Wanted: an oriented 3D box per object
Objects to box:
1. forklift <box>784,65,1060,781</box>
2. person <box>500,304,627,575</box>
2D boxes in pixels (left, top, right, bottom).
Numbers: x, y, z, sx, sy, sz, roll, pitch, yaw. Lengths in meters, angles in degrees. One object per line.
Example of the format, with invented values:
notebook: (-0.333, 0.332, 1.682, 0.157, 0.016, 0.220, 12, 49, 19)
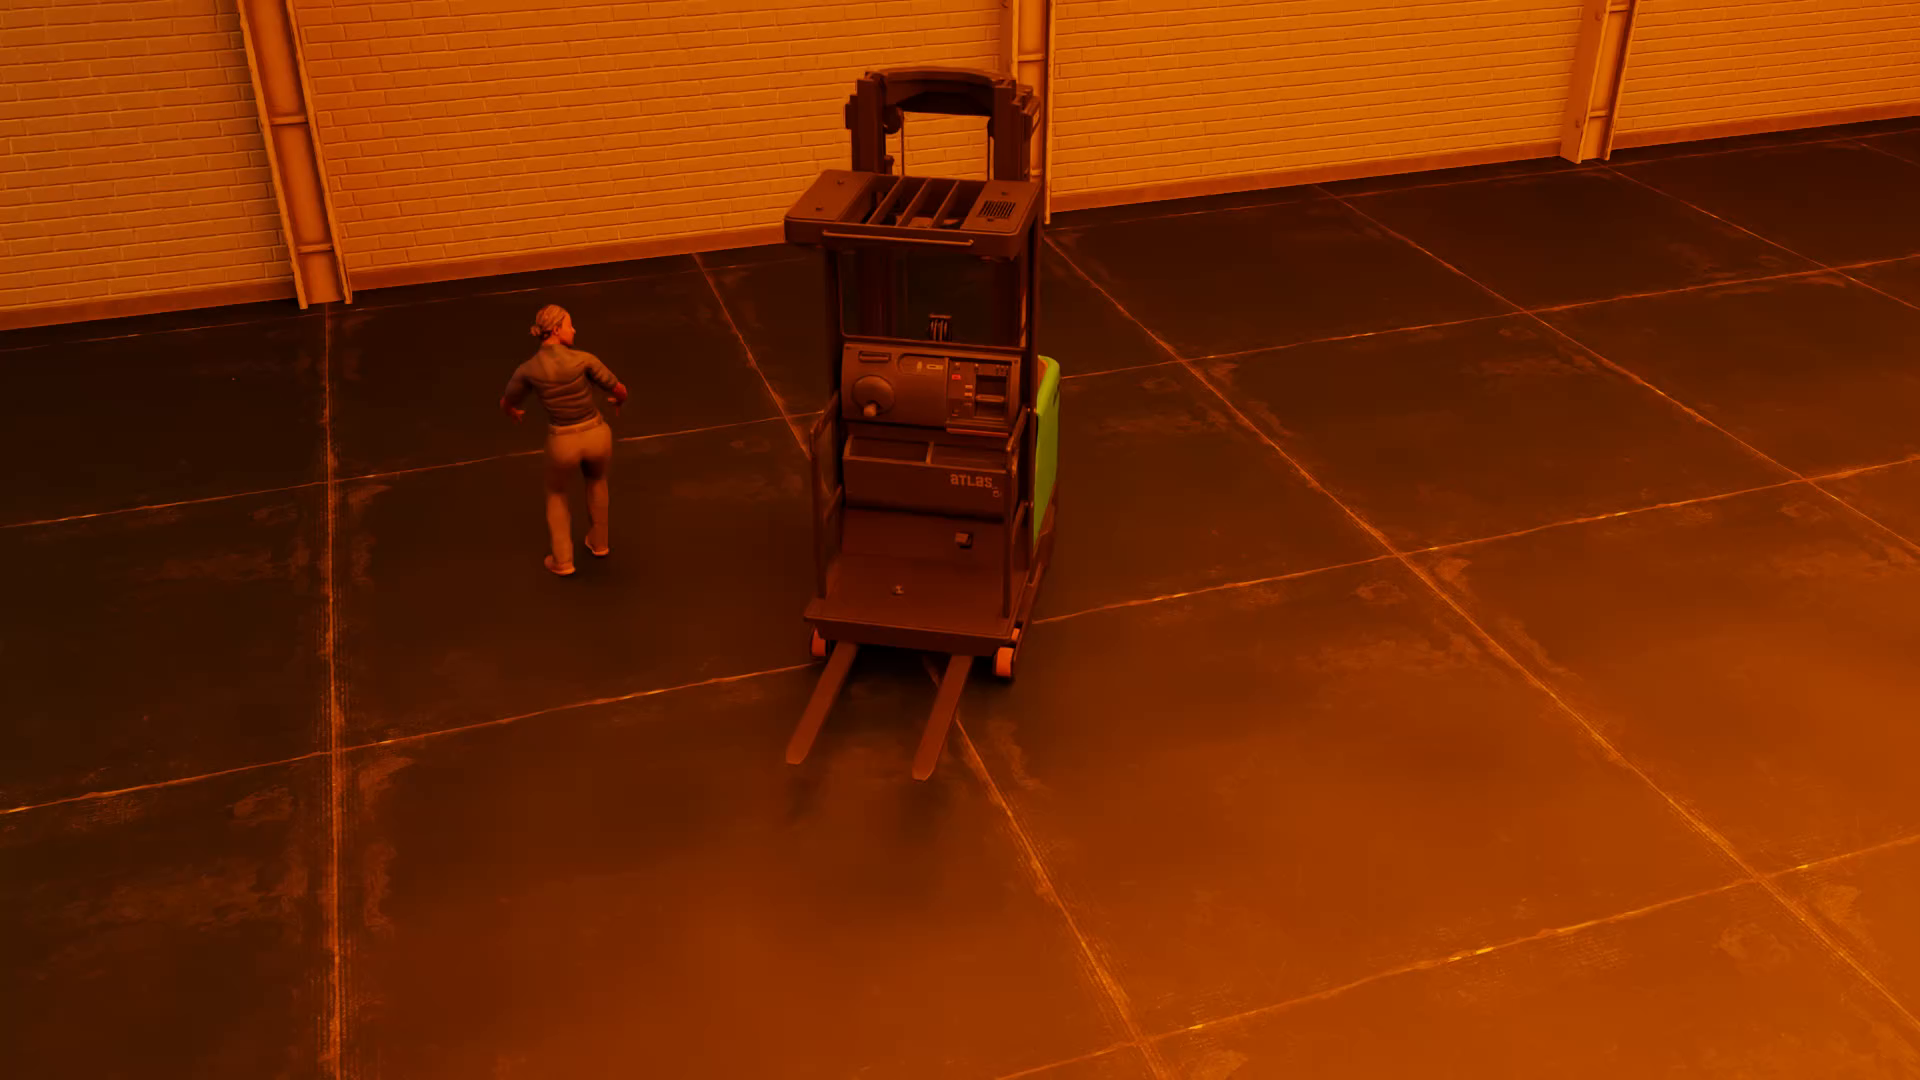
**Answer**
forklift: (-0.192, -0.743, 8.379, 1.130, 2.935, 3.031, 6, 30, 10)
person: (-2.237, -0.589, 9.499, 0.692, 1.615, 0.587, -9, 31, -14)
